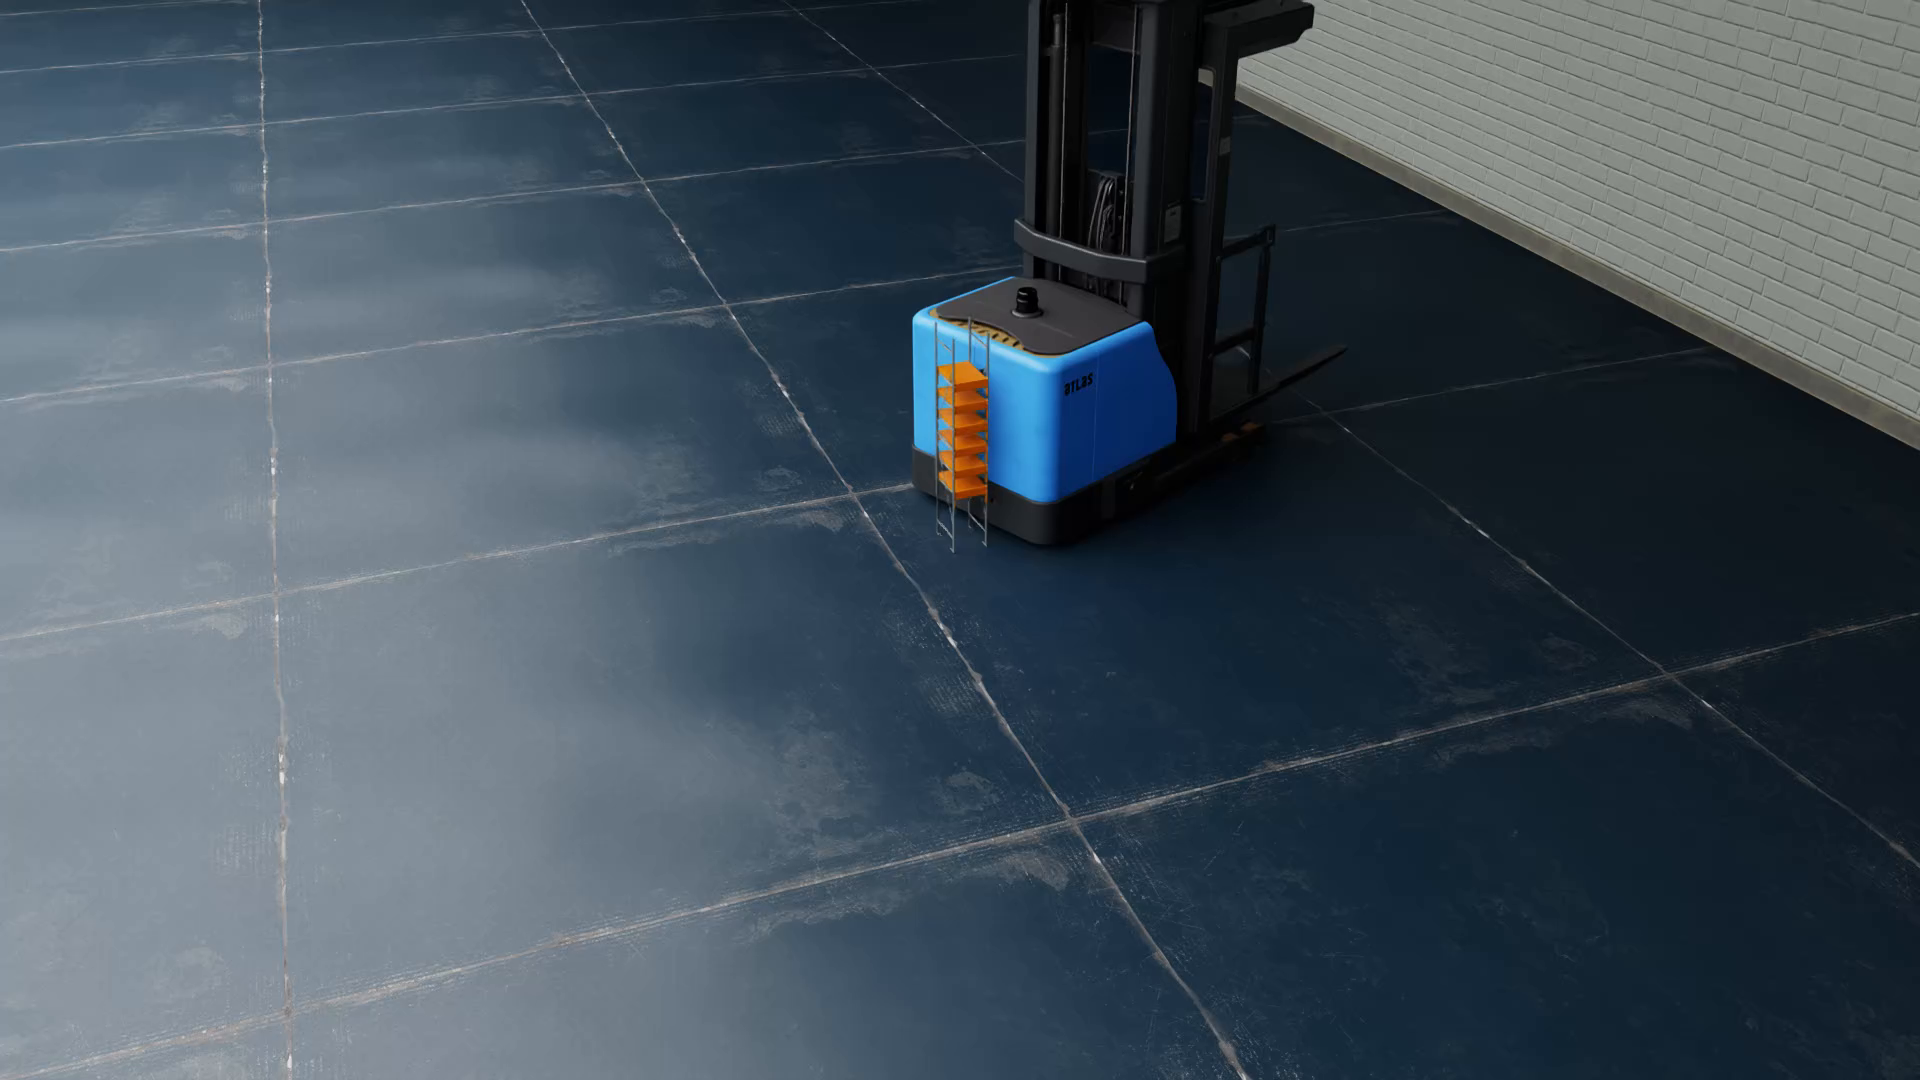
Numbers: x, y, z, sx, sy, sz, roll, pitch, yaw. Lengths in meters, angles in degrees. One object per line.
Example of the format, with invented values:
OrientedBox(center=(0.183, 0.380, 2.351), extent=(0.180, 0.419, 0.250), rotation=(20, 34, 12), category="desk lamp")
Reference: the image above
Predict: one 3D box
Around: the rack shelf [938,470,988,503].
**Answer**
OrientedBox(center=(0.008, -0.274, 8.594), extent=(0.180, 0.103, 0.258), rotation=(-12, 32, -20), category="rack shelf")

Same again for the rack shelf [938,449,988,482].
OrientedBox(center=(0.008, -0.379, 8.534), extent=(0.180, 0.103, 0.258), rotation=(-12, 32, -20), category="rack shelf")

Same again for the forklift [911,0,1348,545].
OrientedBox(center=(1.131, -1.878, 9.085), extent=(1.130, 2.935, 3.031), rotation=(26, 39, 38), category="forklift")

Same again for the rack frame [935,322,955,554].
OrientedBox(center=(-0.076, -0.504, 8.422), extent=(0.006, 1.200, 0.240), rotation=(-12, 32, -20), category="rack frame")

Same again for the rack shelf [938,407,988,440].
OrientedBox(center=(0.008, -0.587, 8.416), extent=(0.180, 0.103, 0.258), rotation=(-12, 32, -20), category="rack shelf")

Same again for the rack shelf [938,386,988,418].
OrientedBox(center=(0.008, -0.691, 8.356), extent=(0.180, 0.103, 0.258), rotation=(-12, 32, -20), category="rack shelf")

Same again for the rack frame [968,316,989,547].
OrientedBox(center=(0.092, -0.539, 8.484), extent=(0.006, 1.200, 0.240), rotation=(-12, 32, -20), category="rack frame")

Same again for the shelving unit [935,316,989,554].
OrientedBox(center=(0.008, -0.522, 8.453), extent=(0.189, 1.200, 0.258), rotation=(-12, 32, -20), category="shelving unit")

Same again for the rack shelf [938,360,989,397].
OrientedBox(center=(0.008, -0.796, 8.297), extent=(0.180, 0.103, 0.258), rotation=(-12, 32, -20), category="rack shelf")

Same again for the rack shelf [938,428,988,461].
OrientedBox(center=(0.008, -0.483, 8.475), extent=(0.180, 0.103, 0.258), rotation=(-12, 32, -20), category="rack shelf")
